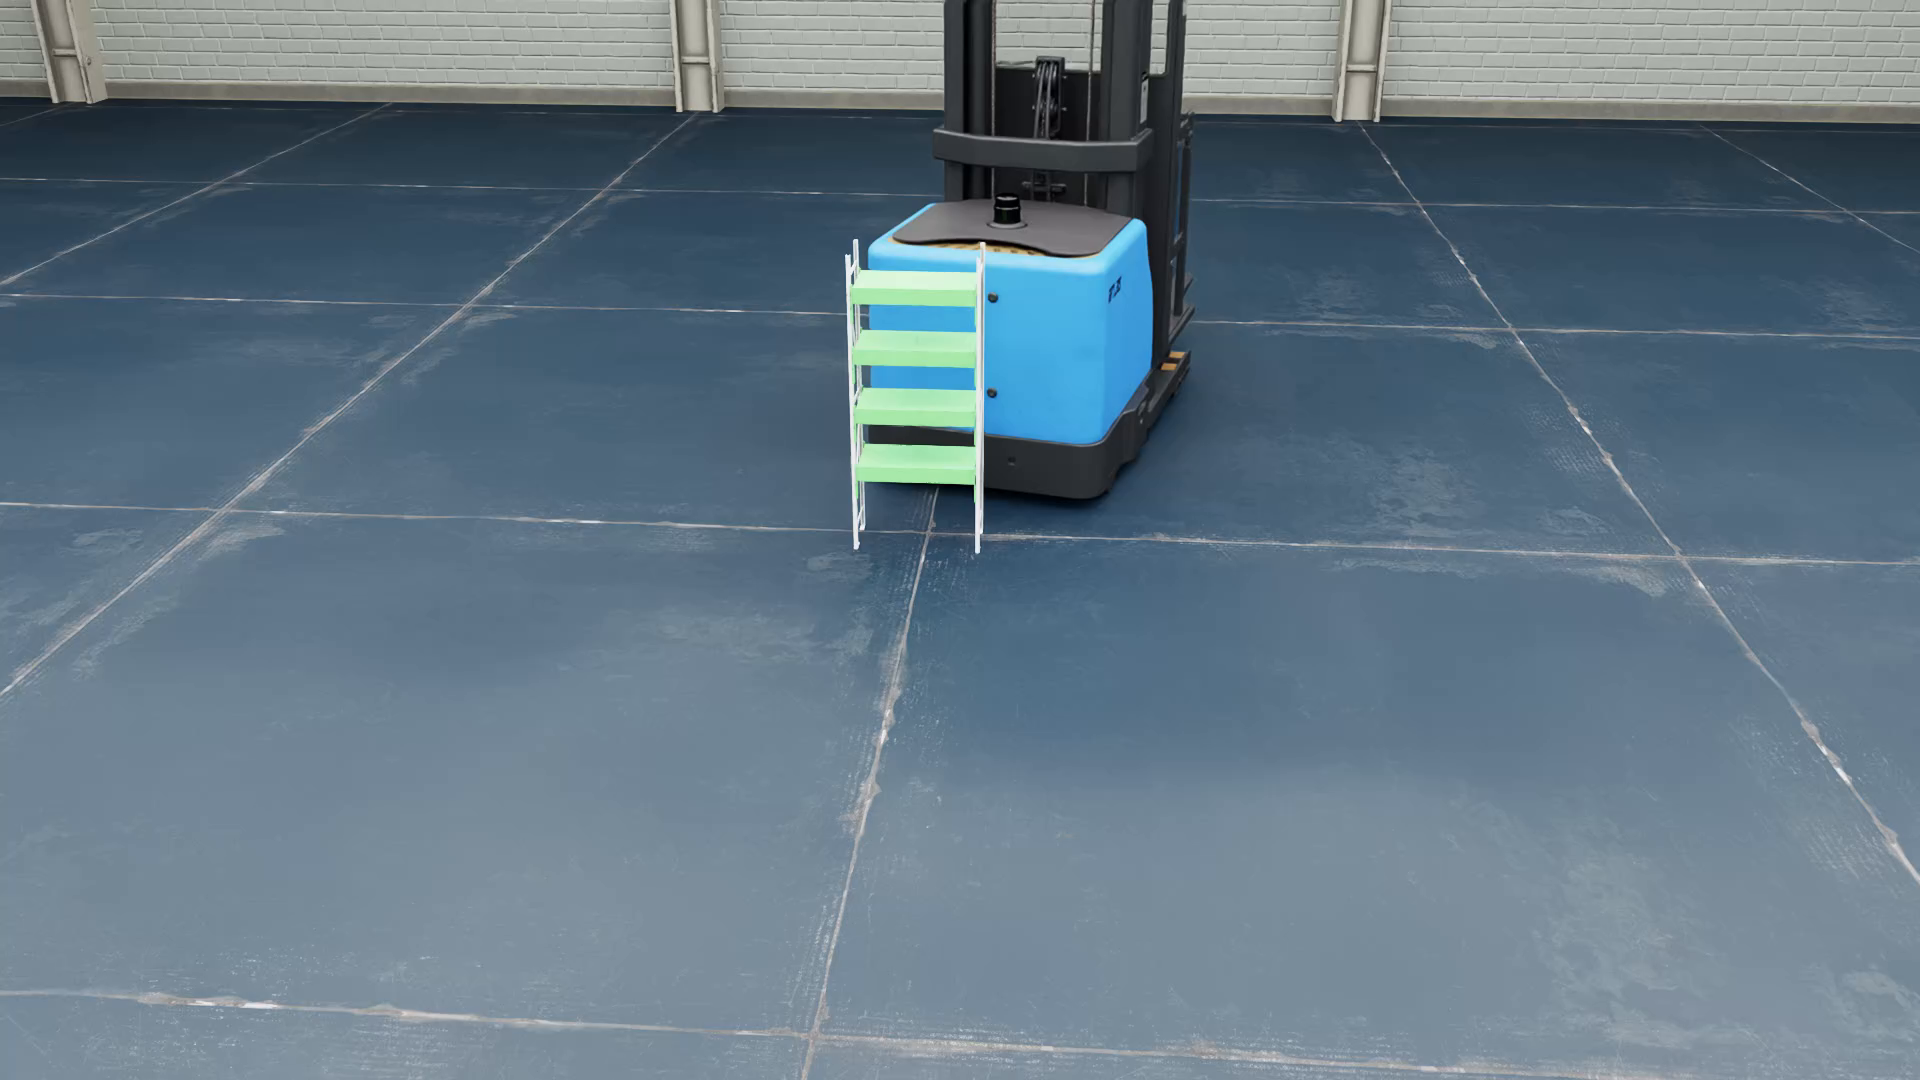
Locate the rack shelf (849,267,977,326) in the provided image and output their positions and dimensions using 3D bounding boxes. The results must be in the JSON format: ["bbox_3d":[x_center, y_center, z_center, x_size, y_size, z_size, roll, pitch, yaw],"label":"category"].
[{"bbox_3d":[-0.165,-0.928,6.337,0.480,0.148,0.258,2,25,4],"label":"rack shelf"}]

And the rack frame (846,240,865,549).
[{"bbox_3d":[-0.408,-0.558,6.528,0.015,1.200,0.240,2,25,4],"label":"rack frame"}]

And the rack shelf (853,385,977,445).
[{"bbox_3d":[-0.165,-0.492,6.537,0.480,0.148,0.258,2,25,4],"label":"rack shelf"}]

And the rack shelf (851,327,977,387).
[{"bbox_3d":[-0.165,-0.710,6.437,0.480,0.148,0.258,2,25,4],"label":"rack shelf"}]

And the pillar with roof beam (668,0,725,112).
[{"bbox_3d":[-2.738,-6.301,9.679,0.400,9.000,9.100,2,25,4],"label":"pillar with roof beam"}]

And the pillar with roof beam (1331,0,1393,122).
[{"bbox_3d":[3.244,-6.109,9.261,0.400,9.000,9.100,2,25,4],"label":"pillar with roof beam"}]

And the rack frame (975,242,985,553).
[{"bbox_3d":[0.078,-0.543,6.494,0.015,1.200,0.240,2,25,4],"label":"rack frame"}]

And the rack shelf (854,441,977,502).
[{"bbox_3d":[-0.165,-0.274,6.638,0.480,0.148,0.258,2,25,4],"label":"rack shelf"}]

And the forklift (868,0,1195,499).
[{"bbox_3d":[0.544,-2.095,7.797,1.130,2.935,3.031,8,26,16],"label":"forklift"}]

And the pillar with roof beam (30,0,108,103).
[{"bbox_3d":[-8.721,-6.493,10.096,0.400,9.000,9.100,2,25,4],"label":"pillar with roof beam"}]

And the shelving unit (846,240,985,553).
[{"bbox_3d":[-0.165,-0.550,6.511,0.503,1.200,0.258,2,25,4],"label":"shelving unit"}]
